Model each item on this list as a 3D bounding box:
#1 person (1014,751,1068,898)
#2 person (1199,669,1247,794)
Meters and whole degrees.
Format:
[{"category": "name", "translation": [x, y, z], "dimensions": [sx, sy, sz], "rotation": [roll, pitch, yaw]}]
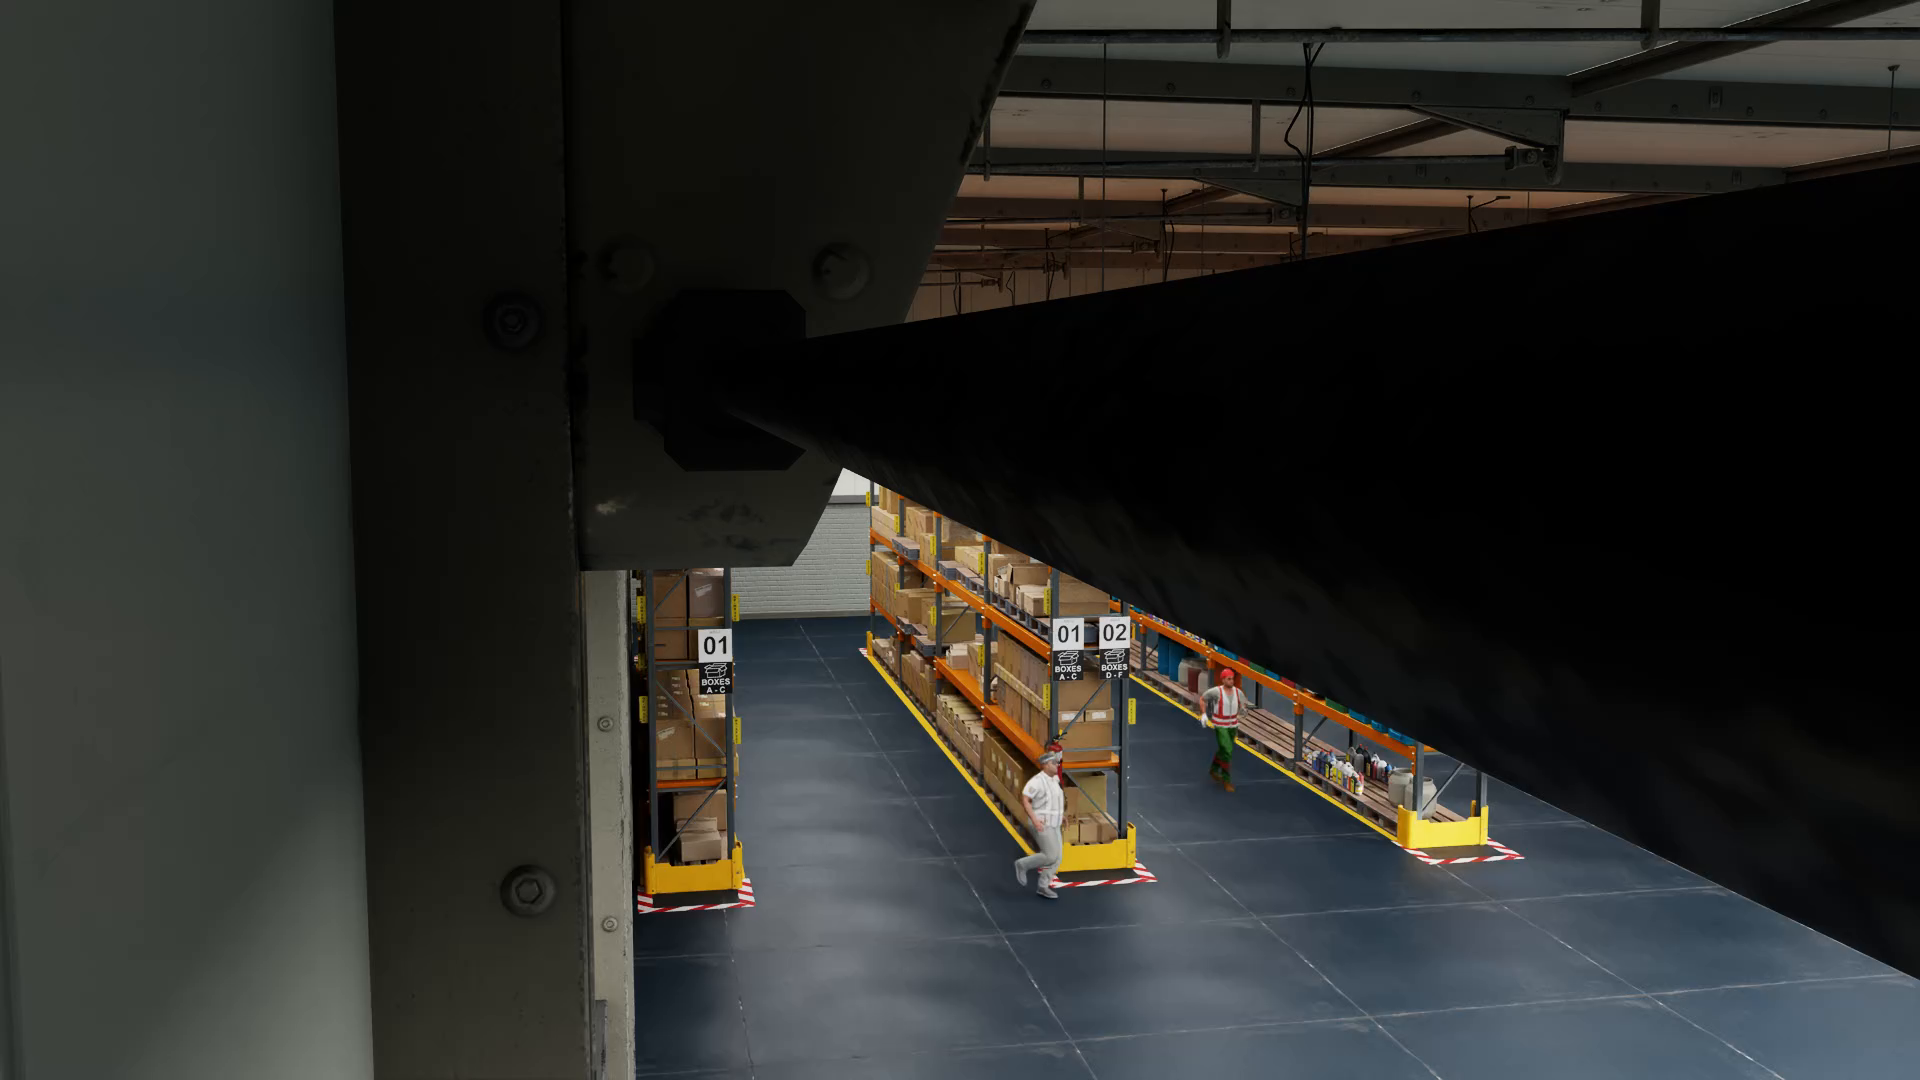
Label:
[{"category": "person", "translation": [1.057, 3.393, 20.044], "dimensions": [0.550, 1.708, 0.698], "rotation": [4, 7, 34]}, {"category": "person", "translation": [3.973, 2.834, 24.945], "dimensions": [0.643, 1.844, 0.876], "rotation": [-3, 7, -26]}]
